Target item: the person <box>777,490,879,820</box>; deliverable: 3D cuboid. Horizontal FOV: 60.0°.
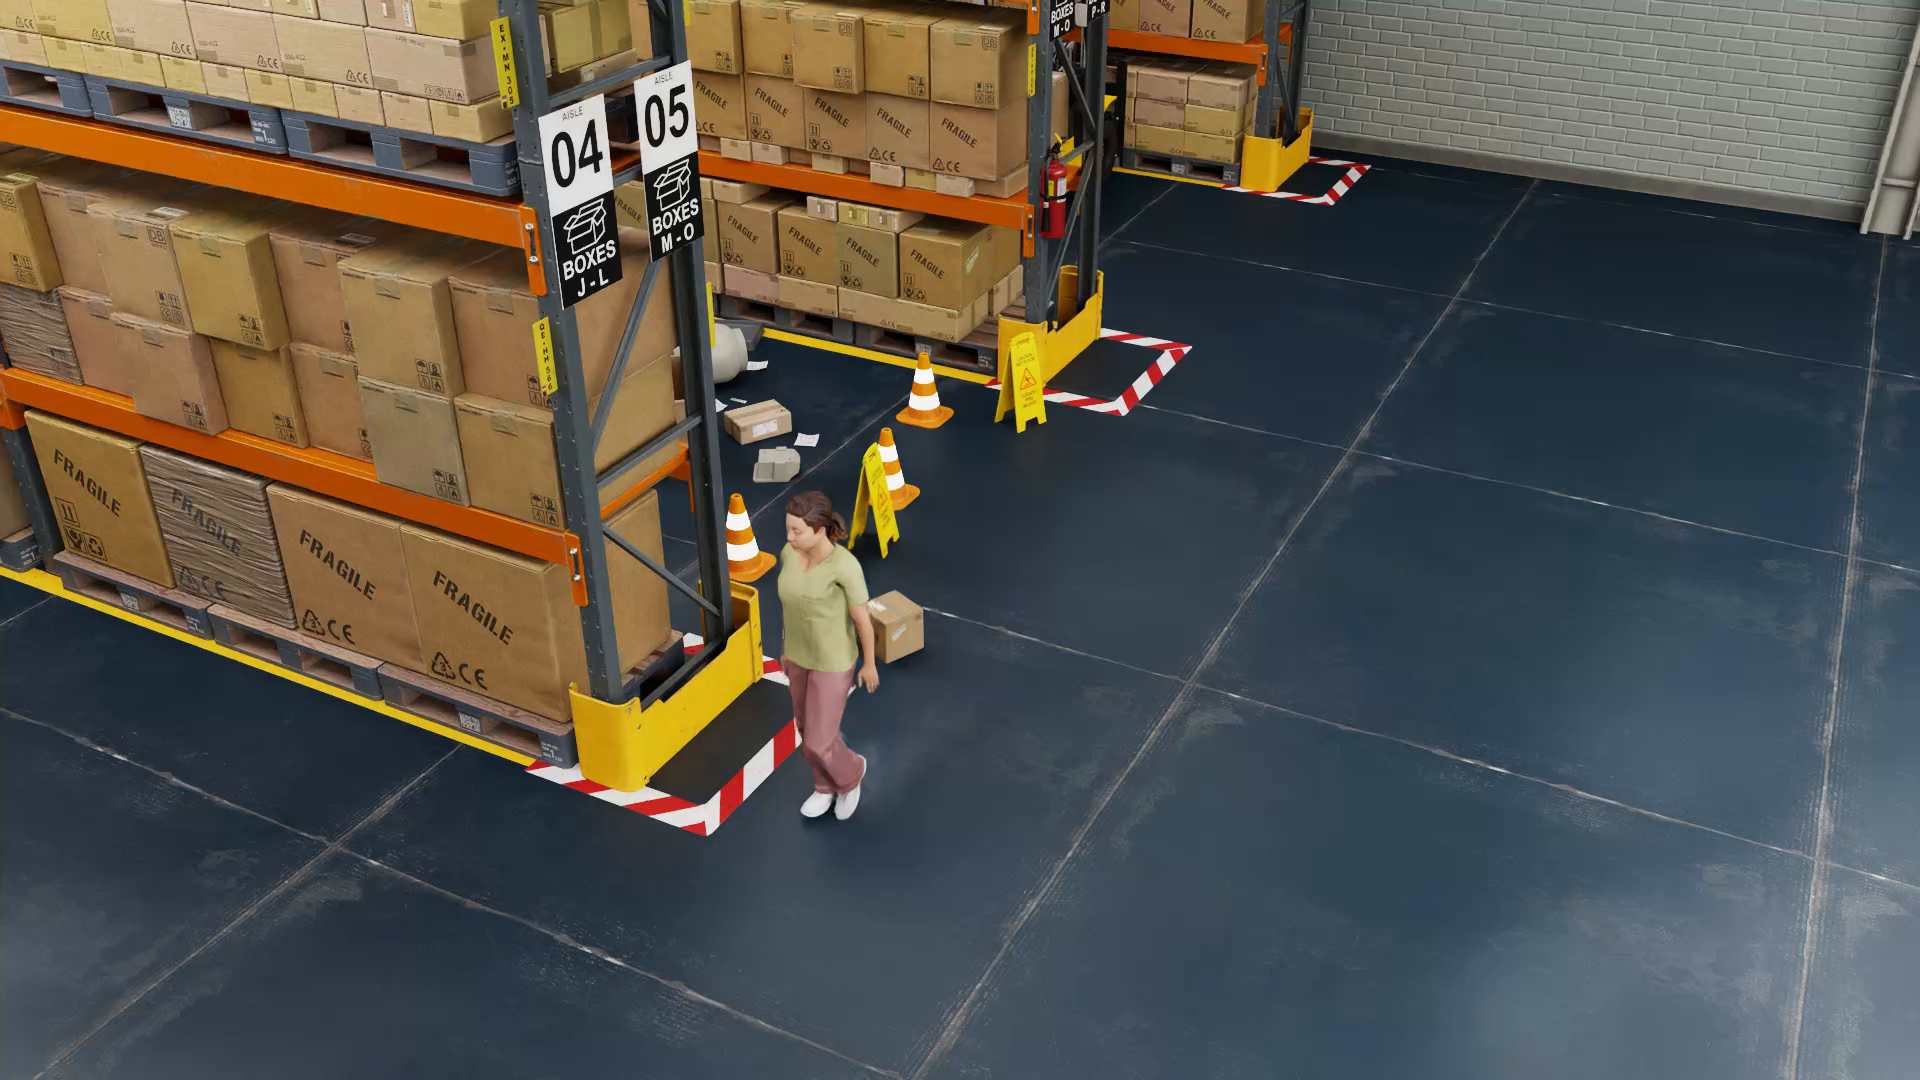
[{"bbox_3d":[-0.631,0.550,7.302,0.489,1.688,0.430,22,37,33],"label":"person"}]
